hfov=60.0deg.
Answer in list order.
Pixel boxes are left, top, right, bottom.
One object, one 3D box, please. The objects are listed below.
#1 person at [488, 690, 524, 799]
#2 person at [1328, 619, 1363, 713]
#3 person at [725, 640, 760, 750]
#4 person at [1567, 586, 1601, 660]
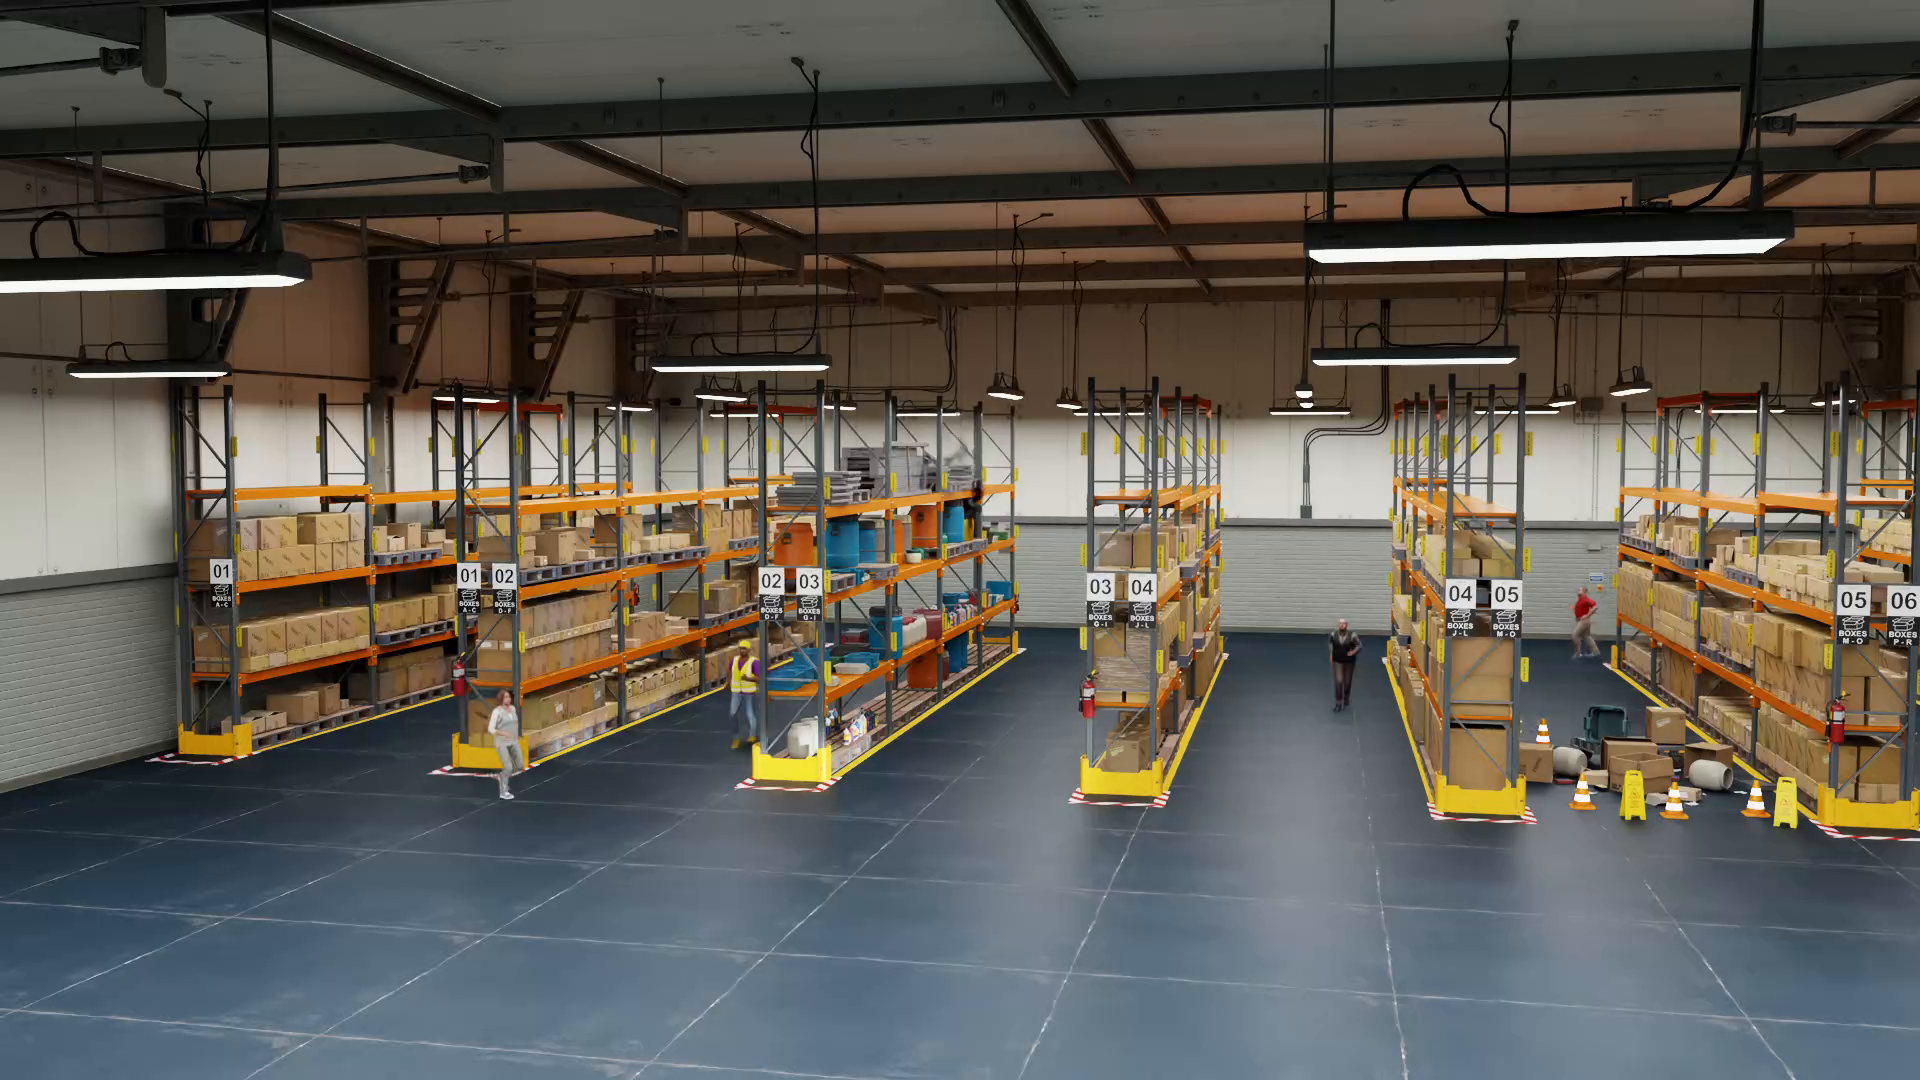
[{"bbox_3d":[-6.423,2.901,23.600,0.551,1.553,0.529,2,4,37],"label":"person"},{"bbox_3d":[7.326,2.364,31.647,0.656,1.758,0.837,1,3,15],"label":"person"},{"bbox_3d":[-3.601,2.575,27.673,0.671,1.827,0.757,0,3,9],"label":"person"},{"bbox_3d":[14.635,1.980,38.988,0.788,1.798,0.657,1,3,15],"label":"person"}]
